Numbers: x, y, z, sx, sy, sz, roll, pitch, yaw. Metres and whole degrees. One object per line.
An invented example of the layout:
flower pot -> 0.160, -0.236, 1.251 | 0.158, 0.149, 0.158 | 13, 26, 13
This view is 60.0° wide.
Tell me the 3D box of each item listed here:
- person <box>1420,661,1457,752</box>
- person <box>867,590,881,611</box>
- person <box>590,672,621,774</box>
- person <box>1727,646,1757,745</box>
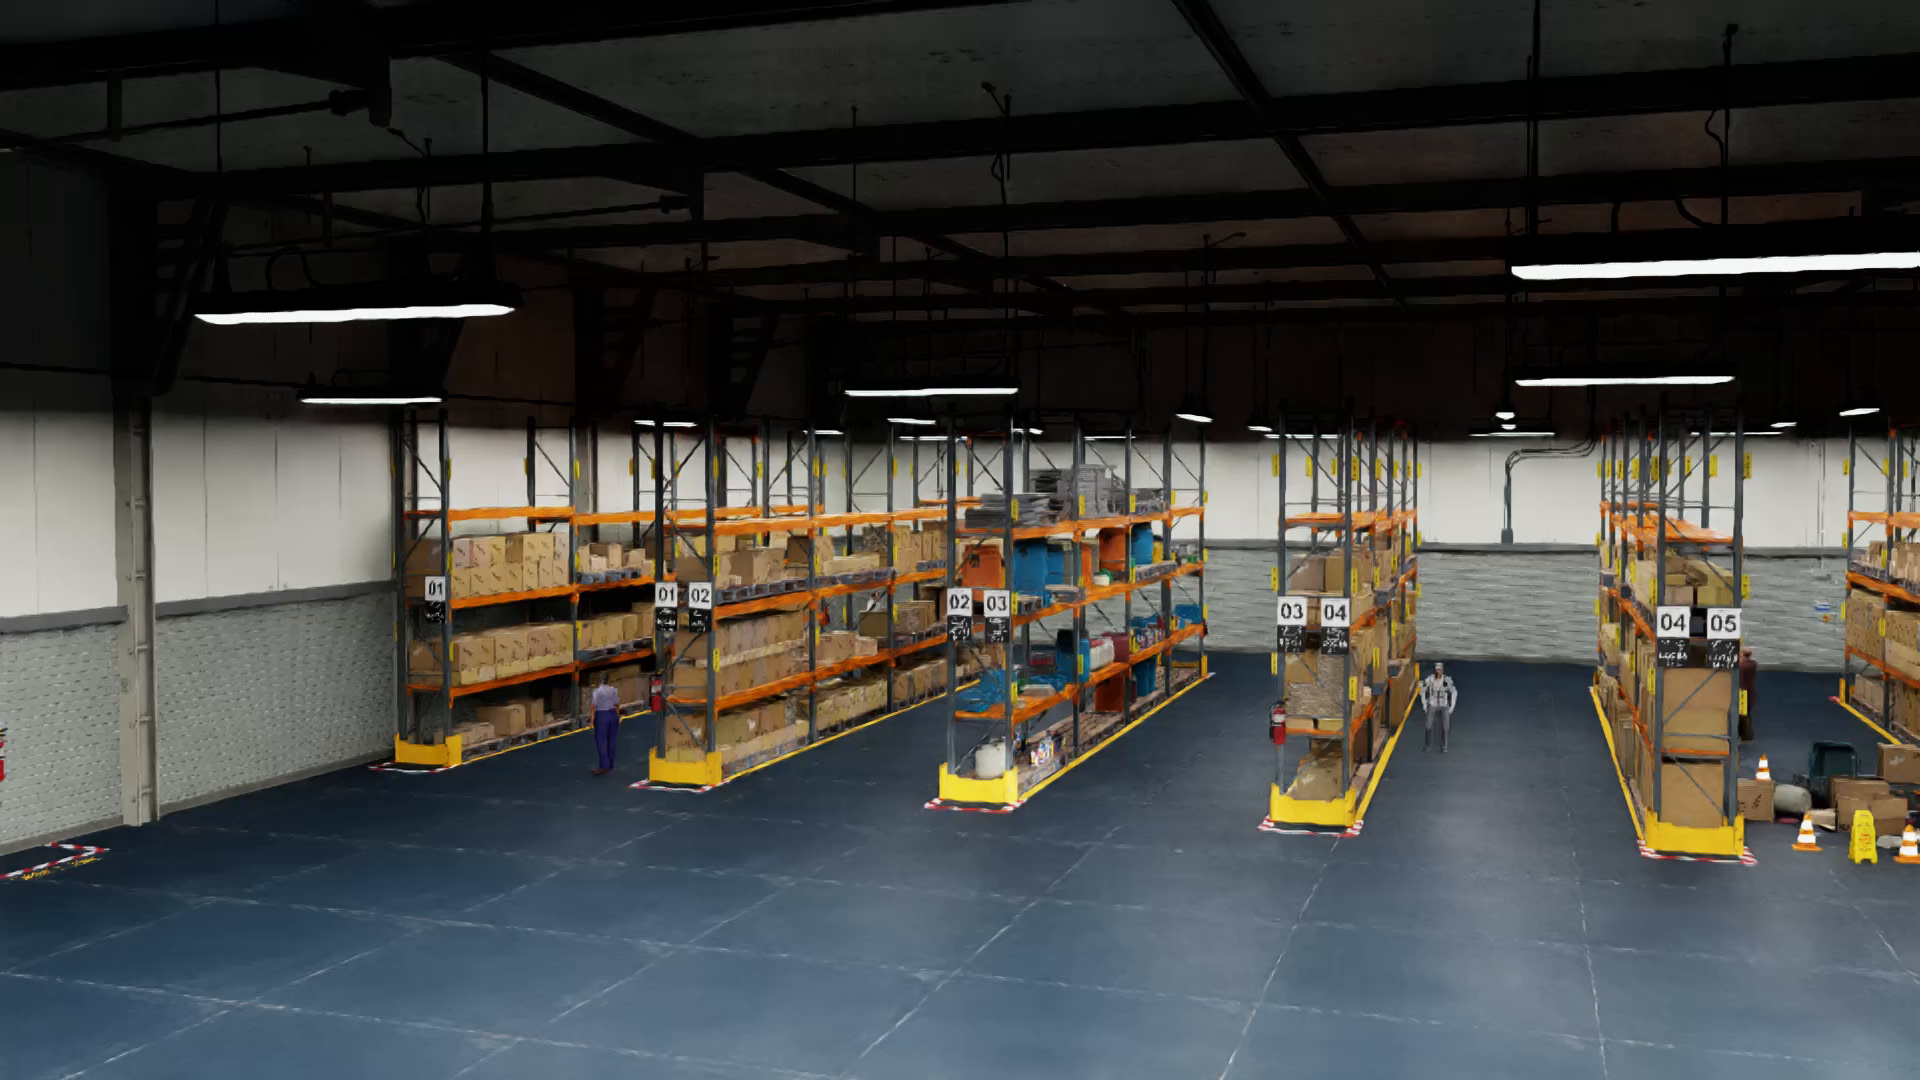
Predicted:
person -> 8.448, 2.933, 29.379 | 0.639, 1.632, 0.512 | 1, 3, 16
person -> -2.524, 2.207, 46.826 | 0.597, 1.591, 0.454 | -1, 3, -27
person -> -5.869, 2.993, 27.414 | 0.599, 1.642, 0.549 | -2, 3, -45
person -> 14.176, 2.803, 30.158 | 0.630, 1.781, 0.556 | -2, 3, -41
